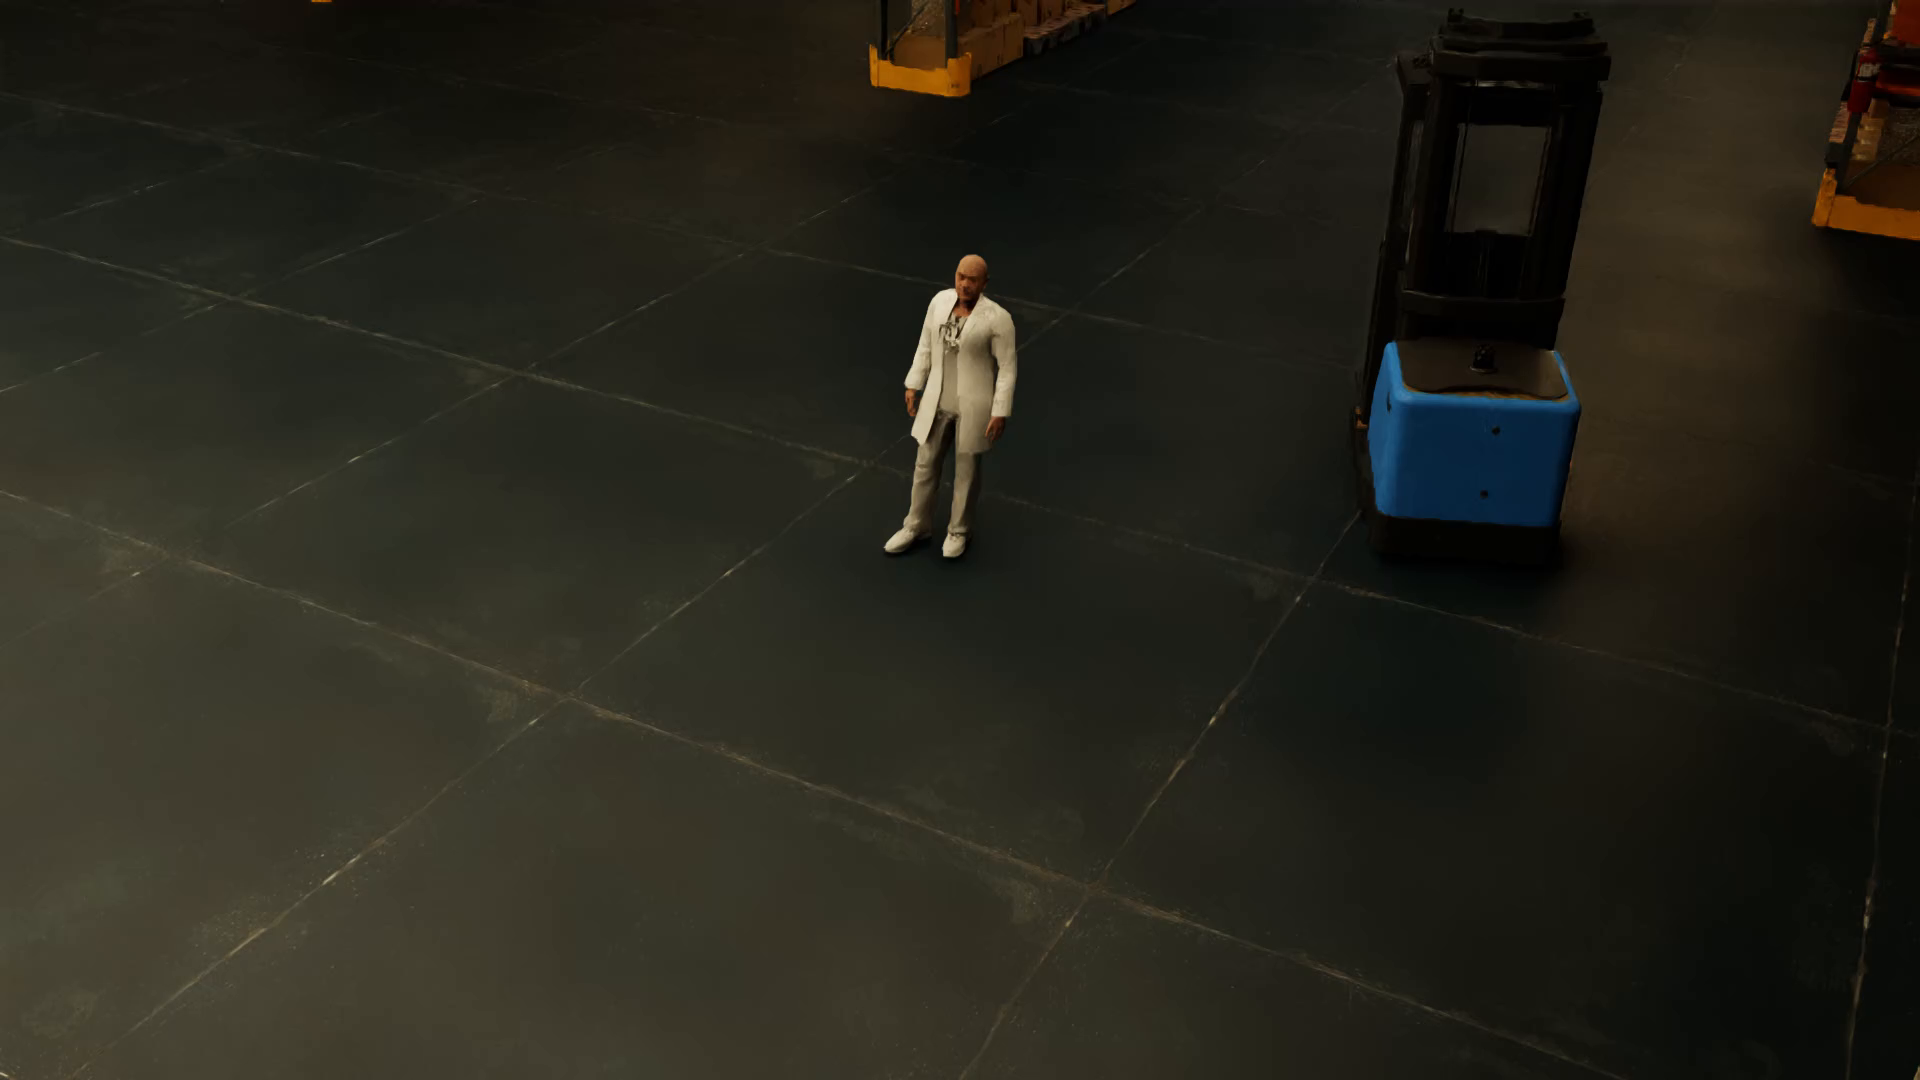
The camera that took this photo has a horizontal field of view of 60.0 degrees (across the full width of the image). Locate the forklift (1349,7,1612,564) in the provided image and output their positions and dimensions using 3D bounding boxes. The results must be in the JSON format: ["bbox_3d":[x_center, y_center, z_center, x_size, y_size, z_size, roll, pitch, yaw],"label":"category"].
[{"bbox_3d":[3.158,-1.846,10.270,1.130,2.935,3.031,4,30,8],"label":"forklift"}]

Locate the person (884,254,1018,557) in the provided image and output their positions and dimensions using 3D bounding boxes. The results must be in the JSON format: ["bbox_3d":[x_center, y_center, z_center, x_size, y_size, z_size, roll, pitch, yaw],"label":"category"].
[{"bbox_3d":[-0.048,-0.737,9.488,0.694,1.776,0.579,15,33,25],"label":"person"}]
